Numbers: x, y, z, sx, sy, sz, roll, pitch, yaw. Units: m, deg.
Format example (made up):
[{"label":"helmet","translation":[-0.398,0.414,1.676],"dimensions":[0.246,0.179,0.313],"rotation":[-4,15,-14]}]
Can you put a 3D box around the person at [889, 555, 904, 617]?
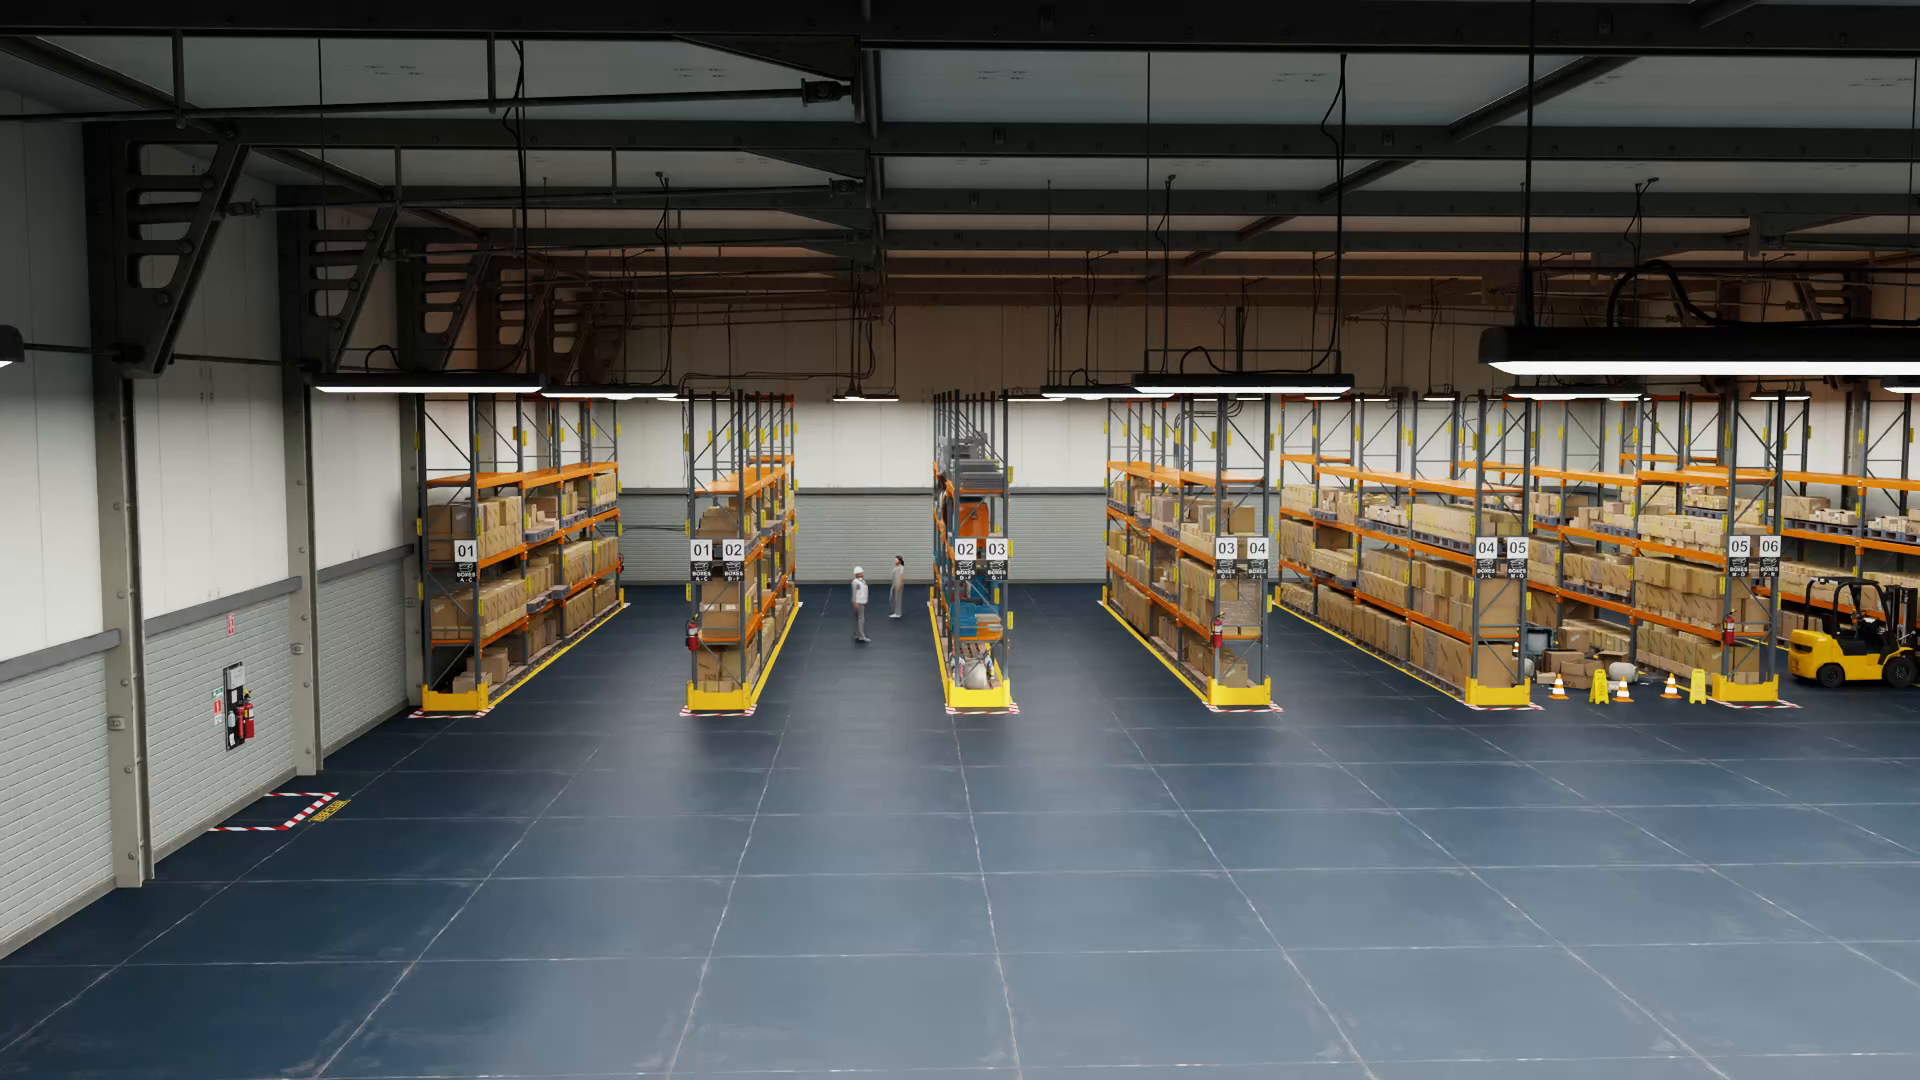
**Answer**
[{"label":"person","translation":[-1.711,1.256,44.724],"dimensions":[0.426,1.701,0.519],"rotation":[-3,5,-29]}]

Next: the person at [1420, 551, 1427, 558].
[{"label":"person","translation":[13.097,1.066,46.869],"dimensions":[0.357,1.686,0.520],"rotation":[0,5,-1]}]

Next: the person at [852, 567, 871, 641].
[{"label":"person","translation":[-2.374,1.544,40.469],"dimensions":[0.522,1.796,0.573],"rotation":[1,5,13]}]
